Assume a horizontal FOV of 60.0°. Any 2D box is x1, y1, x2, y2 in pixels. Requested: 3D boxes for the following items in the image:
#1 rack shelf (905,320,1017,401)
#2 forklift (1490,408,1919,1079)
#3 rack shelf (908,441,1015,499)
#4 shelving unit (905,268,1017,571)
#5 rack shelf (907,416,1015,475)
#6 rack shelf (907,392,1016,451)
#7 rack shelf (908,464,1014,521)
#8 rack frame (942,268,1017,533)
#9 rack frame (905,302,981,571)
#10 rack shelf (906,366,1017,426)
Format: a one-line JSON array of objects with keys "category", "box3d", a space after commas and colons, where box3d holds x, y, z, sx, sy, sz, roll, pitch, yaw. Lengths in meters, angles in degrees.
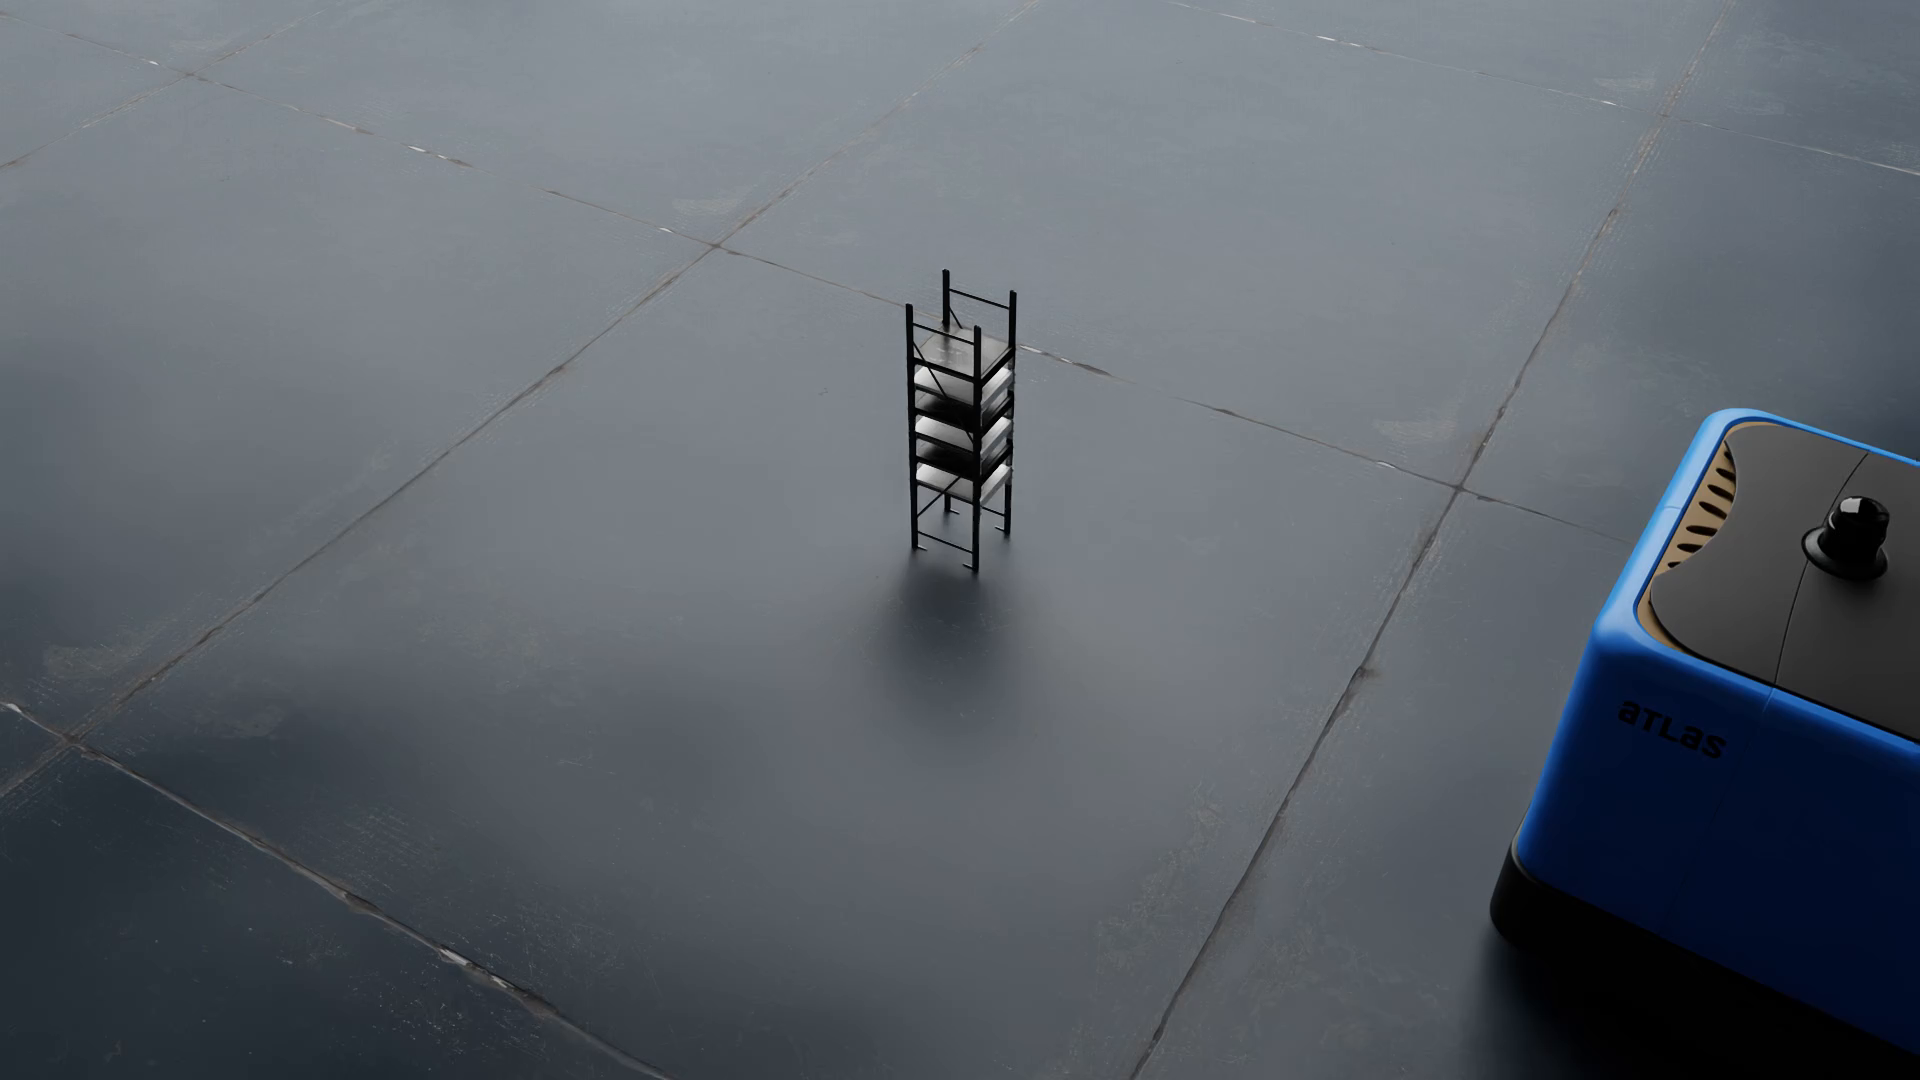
[{"category": "rack shelf", "box3d": [0.004, -0.520, 4.801, 0.258, 0.077, 0.200, 21, 45, 22]}, {"category": "forklift", "box3d": [2.815, 0.167, 2.843, 3.031, 2.935, 1.130, 24, 47, 24]}, {"category": "rack shelf", "box3d": [0.004, -0.250, 5.039, 0.258, 0.077, 0.200, 21, 45, 22]}, {"category": "shelving unit", "box3d": [0.004, -0.342, 4.958, 0.258, 0.900, 0.210, 21, 45, 22]}, {"category": "rack shelf", "box3d": [0.004, -0.317, 4.980, 0.258, 0.077, 0.200, 21, 45, 22]}, {"category": "rack shelf", "box3d": [0.004, -0.385, 4.920, 0.258, 0.077, 0.200, 21, 45, 22]}, {"category": "rack shelf", "box3d": [0.004, -0.182, 5.099, 0.258, 0.077, 0.200, 21, 45, 22]}, {"category": "rack frame", "box3d": [0.055, -0.401, 5.024, 0.240, 0.900, 0.006, 21, 45, 22]}, {"category": "rack frame", "box3d": [-0.047, -0.284, 4.892, 0.240, 0.900, 0.006, 21, 45, 22]}, {"category": "rack shelf", "box3d": [0.004, -0.452, 4.861, 0.258, 0.077, 0.200, 21, 45, 22]}]
